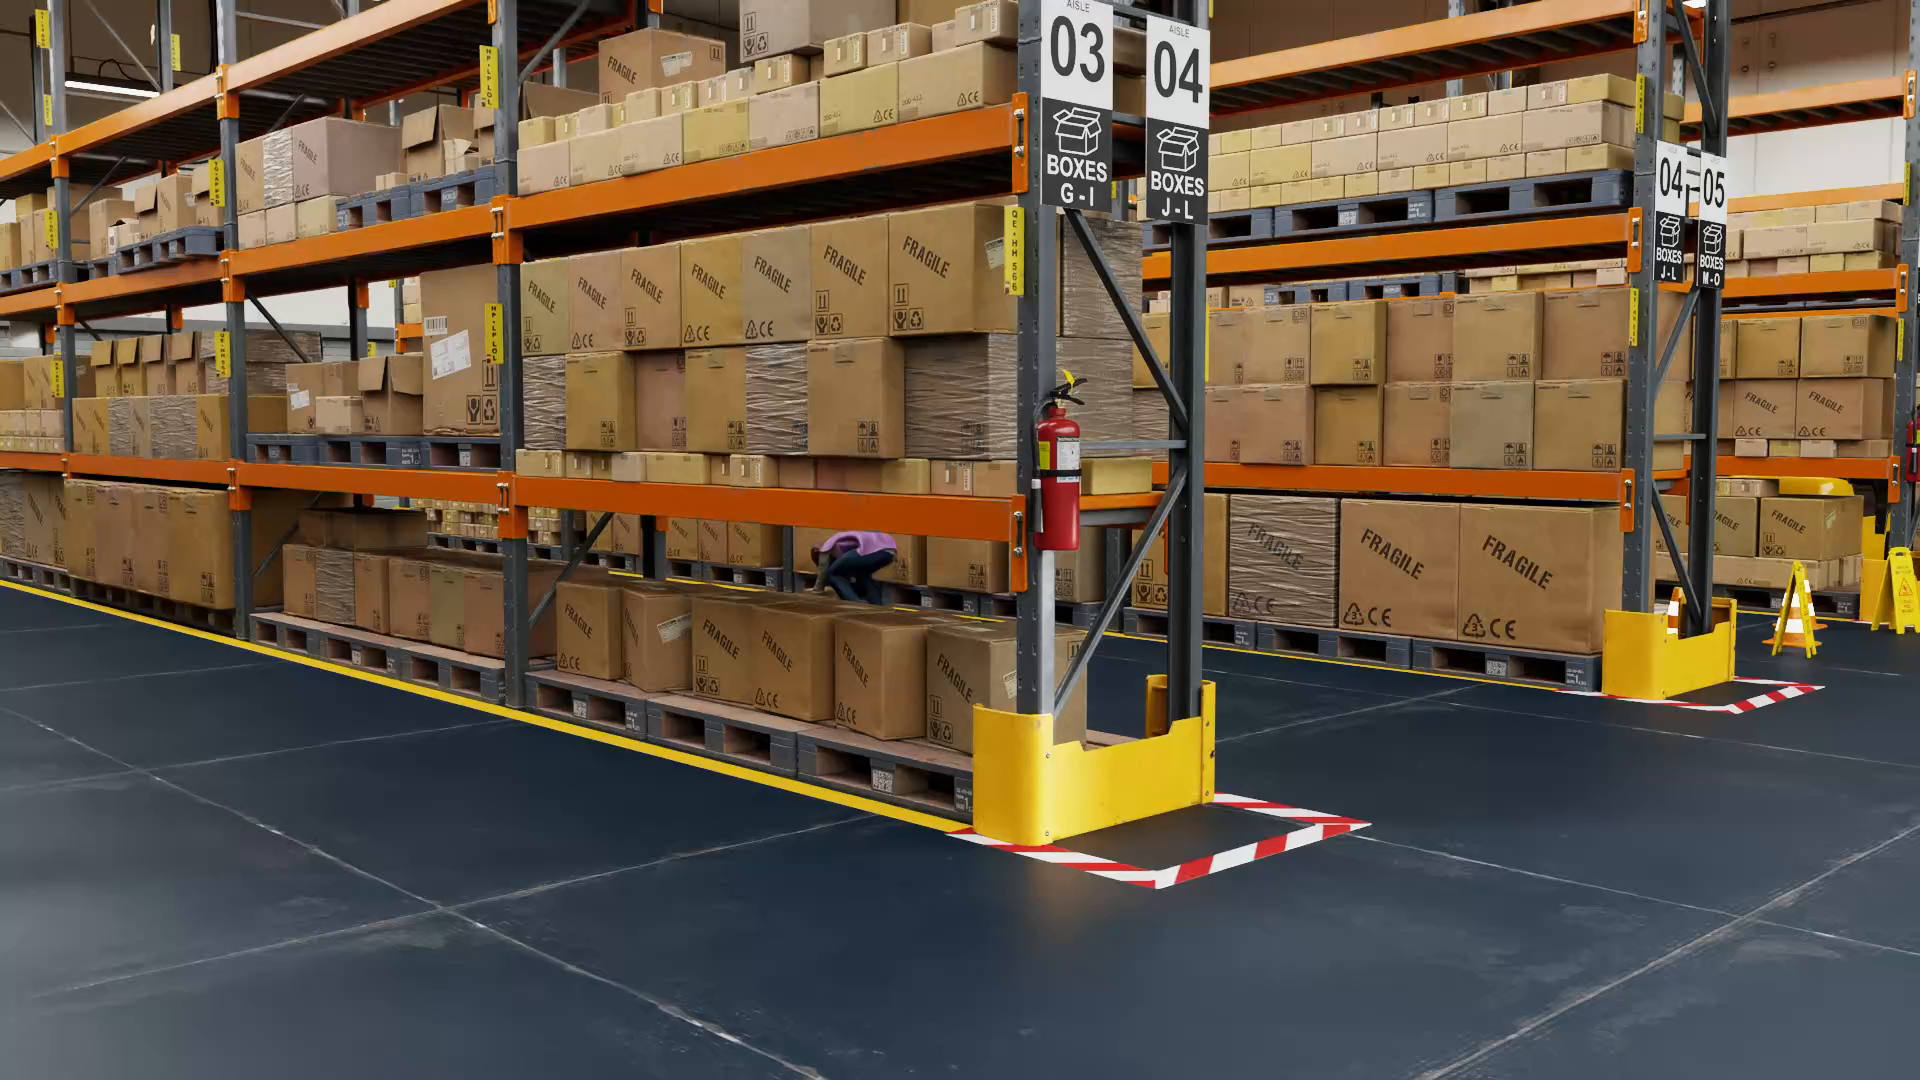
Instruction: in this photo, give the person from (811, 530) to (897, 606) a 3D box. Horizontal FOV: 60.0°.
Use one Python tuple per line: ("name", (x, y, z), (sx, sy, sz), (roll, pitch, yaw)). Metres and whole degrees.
("person", (-0.864, 0.279, 13.082), (0.864, 0.808, 0.432), (4, 6, 44))
